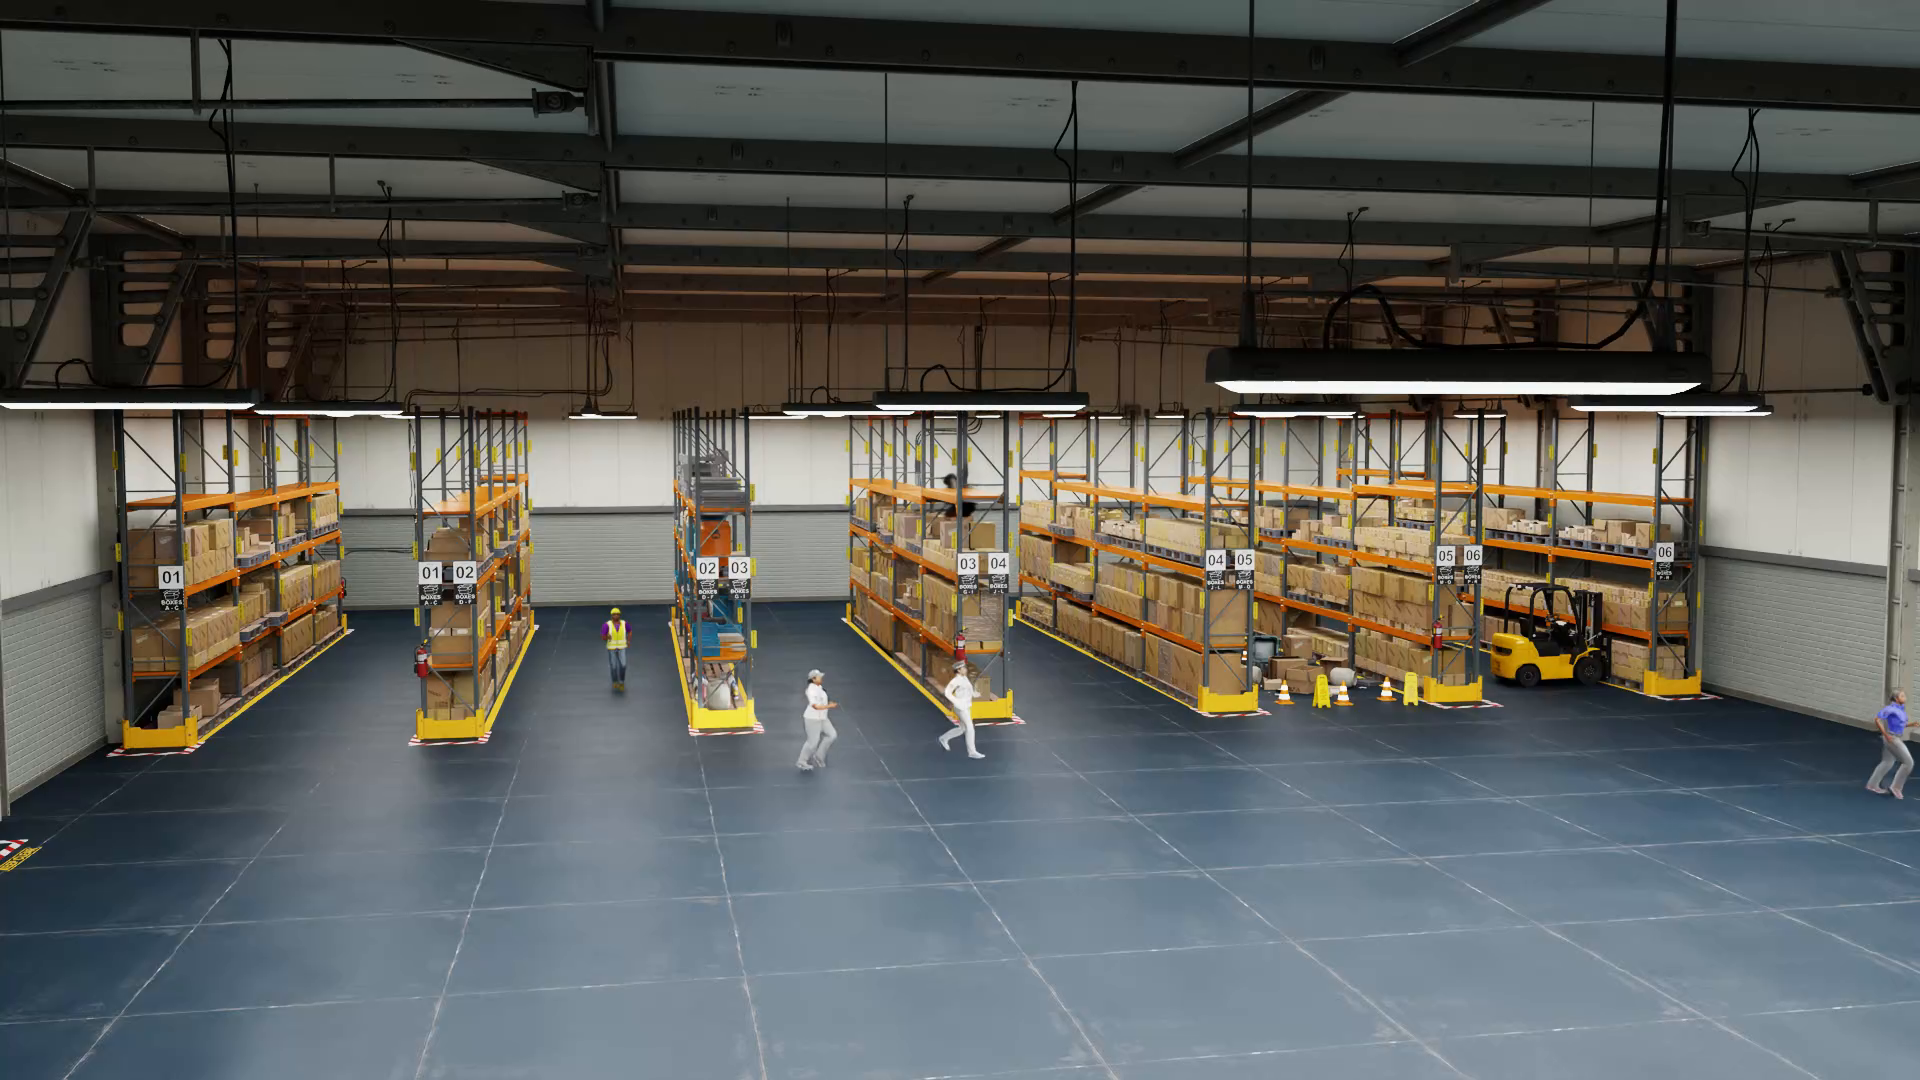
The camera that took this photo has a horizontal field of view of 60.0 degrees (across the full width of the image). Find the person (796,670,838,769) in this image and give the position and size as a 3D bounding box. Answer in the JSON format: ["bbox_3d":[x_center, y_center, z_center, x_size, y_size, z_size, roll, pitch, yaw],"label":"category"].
[{"bbox_3d":[-2.336,2.963,27.271,0.690,1.690,0.595,1,4,11],"label":"person"}]

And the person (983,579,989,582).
[{"bbox_3d":[0.772,1.612,46.574,0.592,1.610,0.559,-1,4,-9],"label":"person"}]

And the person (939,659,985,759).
[{"bbox_3d":[0.033,2.862,28.307,0.844,1.670,0.624,2,4,21],"label":"person"}]

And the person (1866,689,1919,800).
[{"bbox_3d":[14.256,3.122,25.356,0.713,1.696,0.546,3,5,34],"label":"person"}]

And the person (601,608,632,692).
[{"bbox_3d":[-7.286,2.340,35.301,0.659,1.794,0.683,-1,4,-16],"label":"person"}]
